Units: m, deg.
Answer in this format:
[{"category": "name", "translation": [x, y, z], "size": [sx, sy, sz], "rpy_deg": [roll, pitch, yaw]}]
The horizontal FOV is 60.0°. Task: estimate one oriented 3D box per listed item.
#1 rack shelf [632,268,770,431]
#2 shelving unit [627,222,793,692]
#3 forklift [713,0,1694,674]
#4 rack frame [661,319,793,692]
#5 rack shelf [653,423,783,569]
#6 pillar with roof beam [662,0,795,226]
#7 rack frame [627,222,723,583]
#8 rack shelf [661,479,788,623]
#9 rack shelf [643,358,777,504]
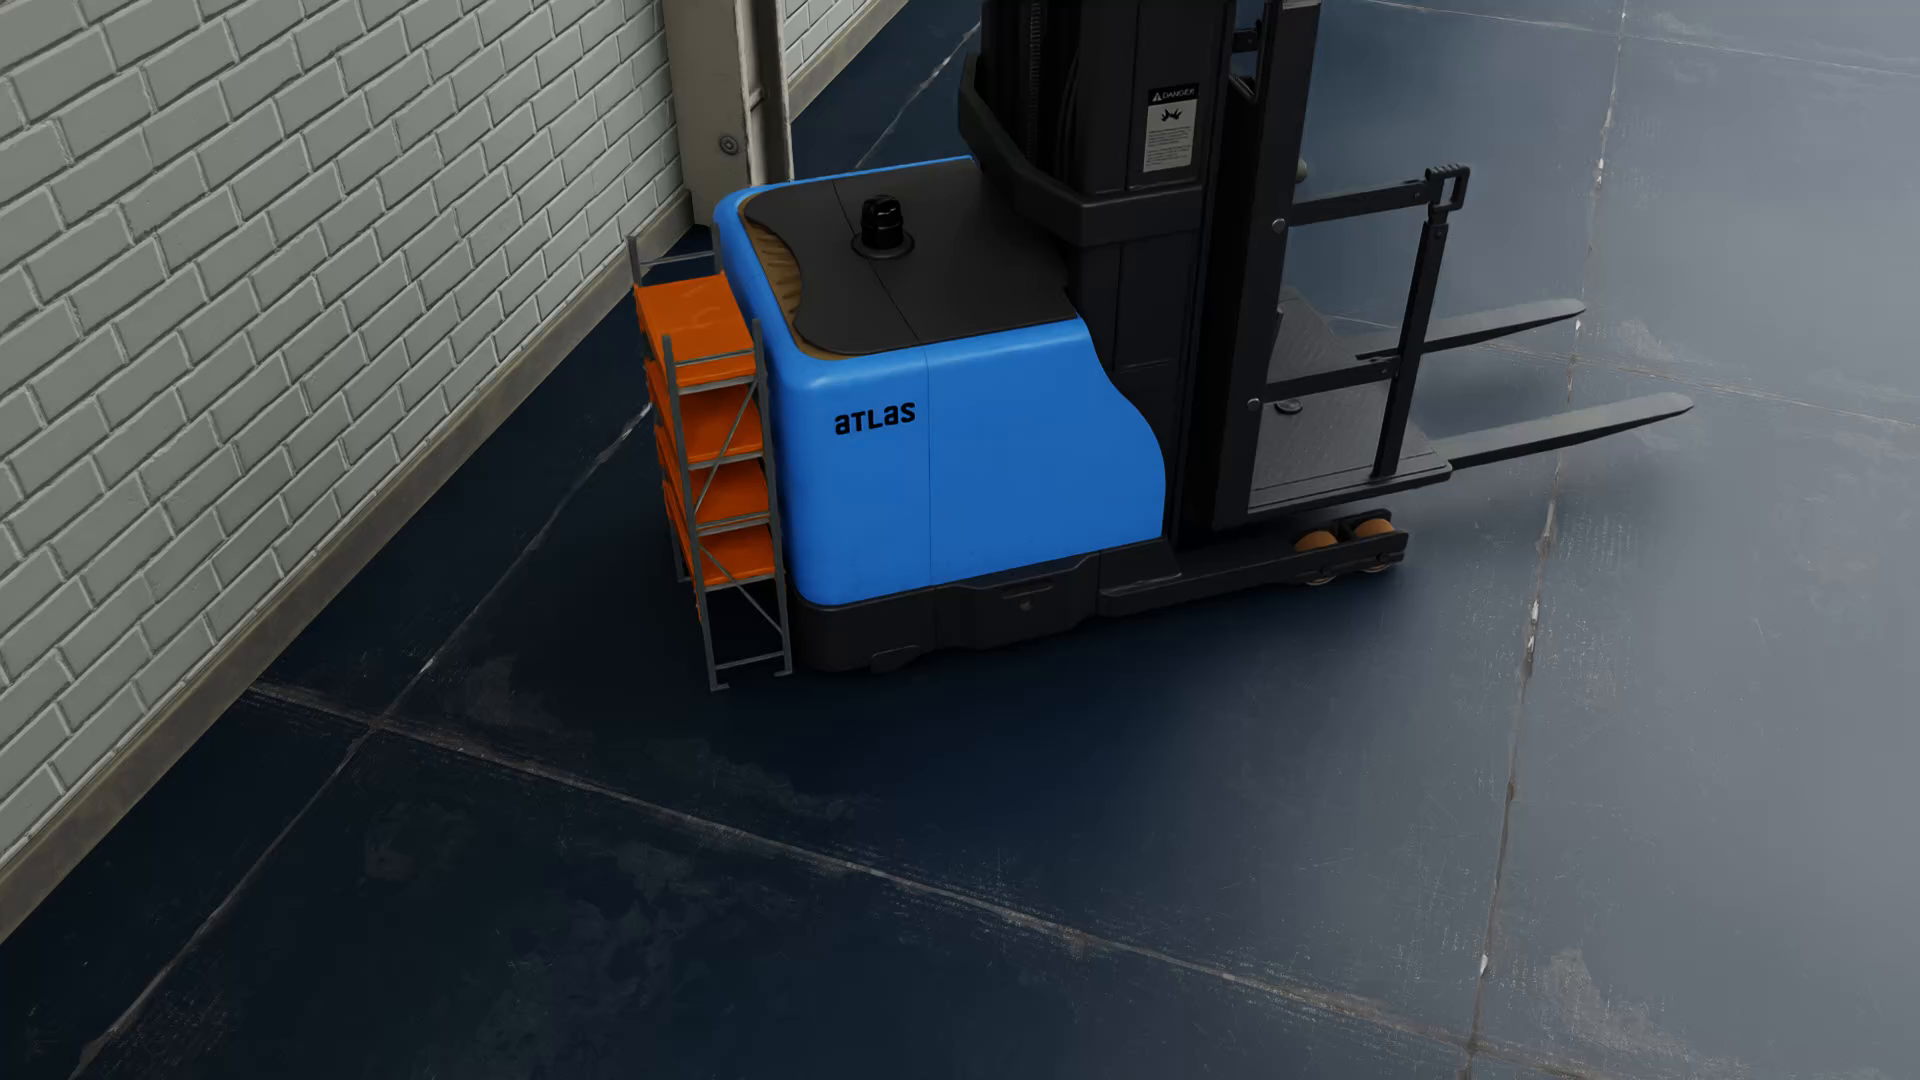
[{"category": "rack shelf", "translation": [-0.674, -0.501, 4.307], "size": [0.258, 0.148, 0.480], "rpy_deg": [-12, 42, -14]}, {"category": "shelving unit", "translation": [-0.674, -0.202, 4.562], "size": [0.258, 1.200, 0.503], "rpy_deg": [-12, 42, -14]}, {"category": "forklift", "translation": [0.854, -1.293, 4.507], "size": [3.031, 2.935, 1.130], "rpy_deg": [-12, 42, -13]}, {"category": "rack frame", "translation": [-0.598, -0.052, 4.386], "size": [0.240, 1.200, 0.015], "rpy_deg": [-12, 42, -14]}, {"category": "rack shelf", "translation": [-0.674, -0.151, 4.606], "size": [0.258, 0.148, 0.480], "rpy_deg": [-12, 42, -14]}, {"category": "pillar with roof beam", "translation": [3.145, -3.851, 2.830], "size": [9.100, 9.000, 0.400], "rpy_deg": [13, 42, 15]}, {"category": "rack frame", "translation": [-0.751, -0.352, 4.739], "size": [0.240, 1.200, 0.015], "rpy_deg": [-12, 42, -14]}, {"category": "rack shelf", "translation": [-0.674, 0.000, 4.735], "size": [0.258, 0.148, 0.480], "rpy_deg": [-12, 42, -14]}, {"category": "rack shelf", "translation": [-0.674, -0.321, 4.461], "size": [0.258, 0.148, 0.480], "rpy_deg": [-12, 42, -14]}]
